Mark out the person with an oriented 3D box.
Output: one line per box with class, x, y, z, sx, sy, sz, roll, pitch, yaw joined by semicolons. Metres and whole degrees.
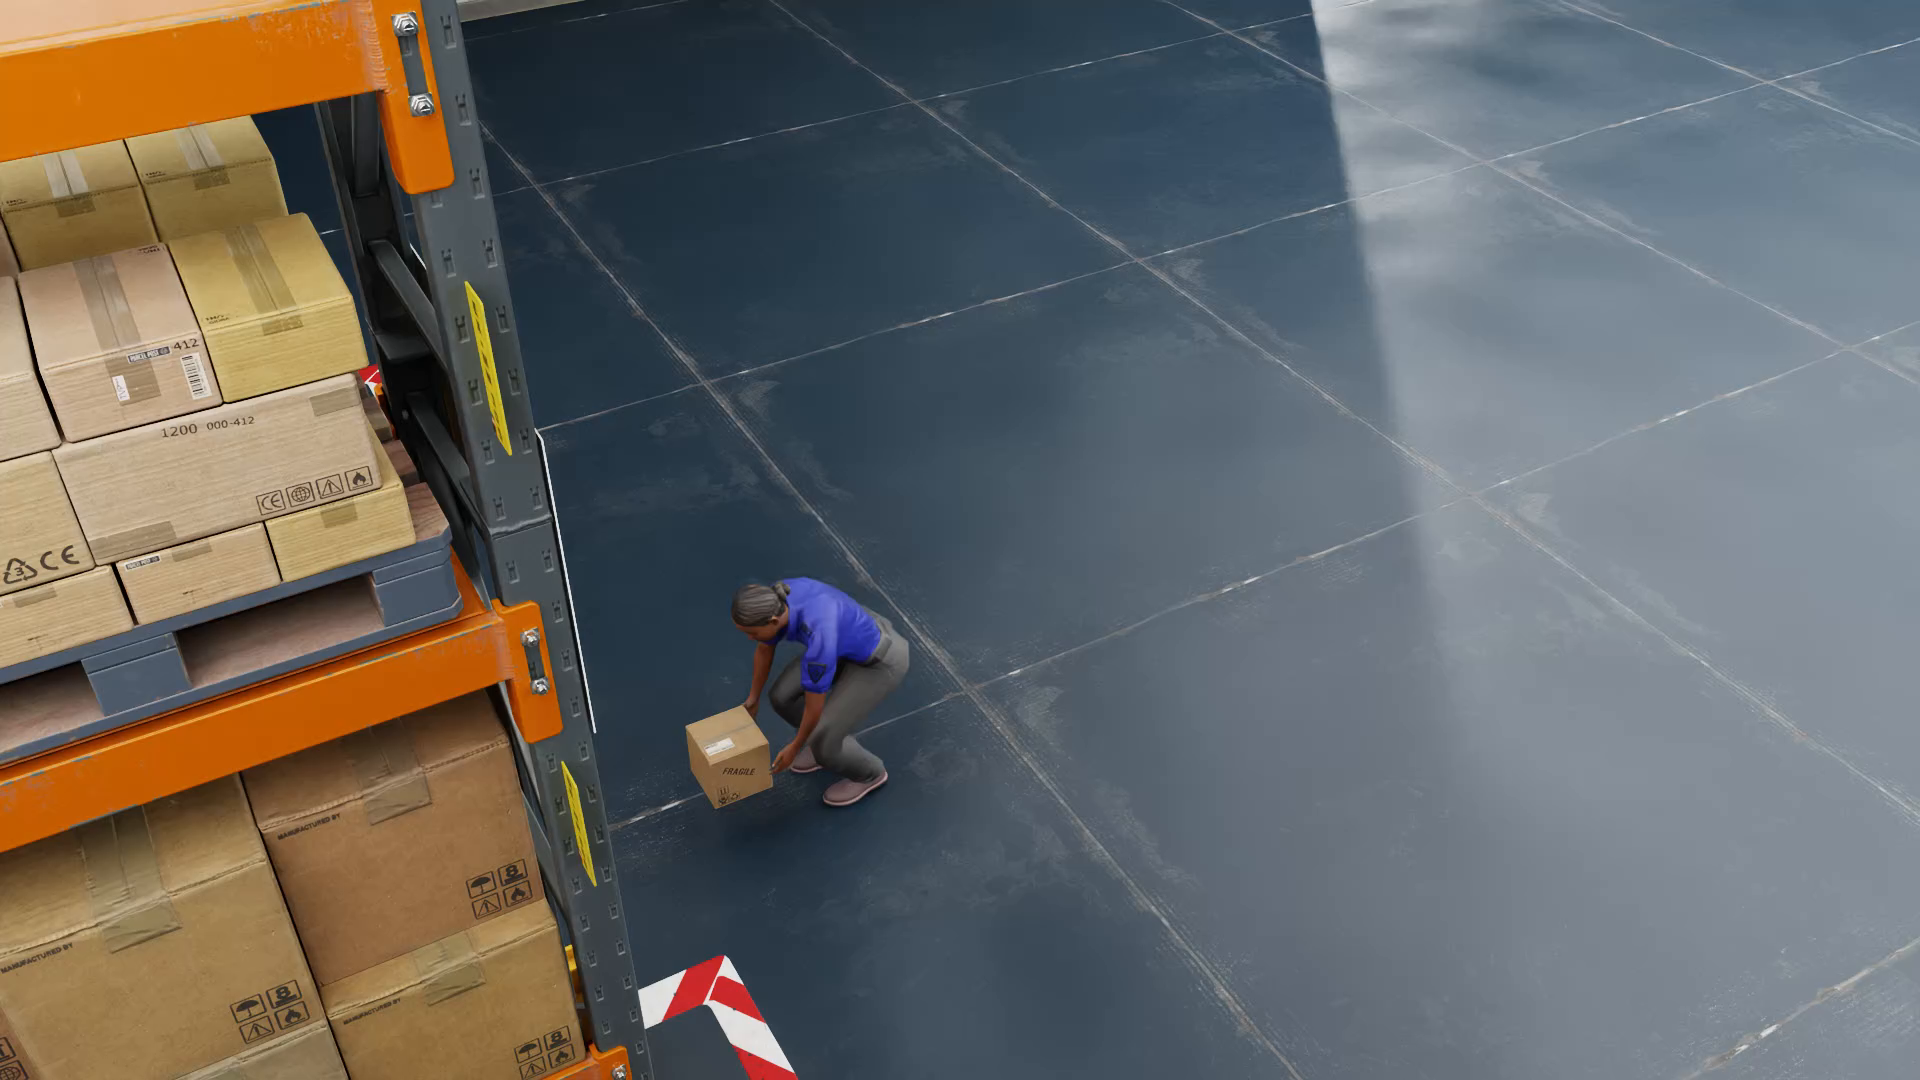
person;-0.466;0.569;6.672;0.556;1.068;0.486;-19;41;-24
